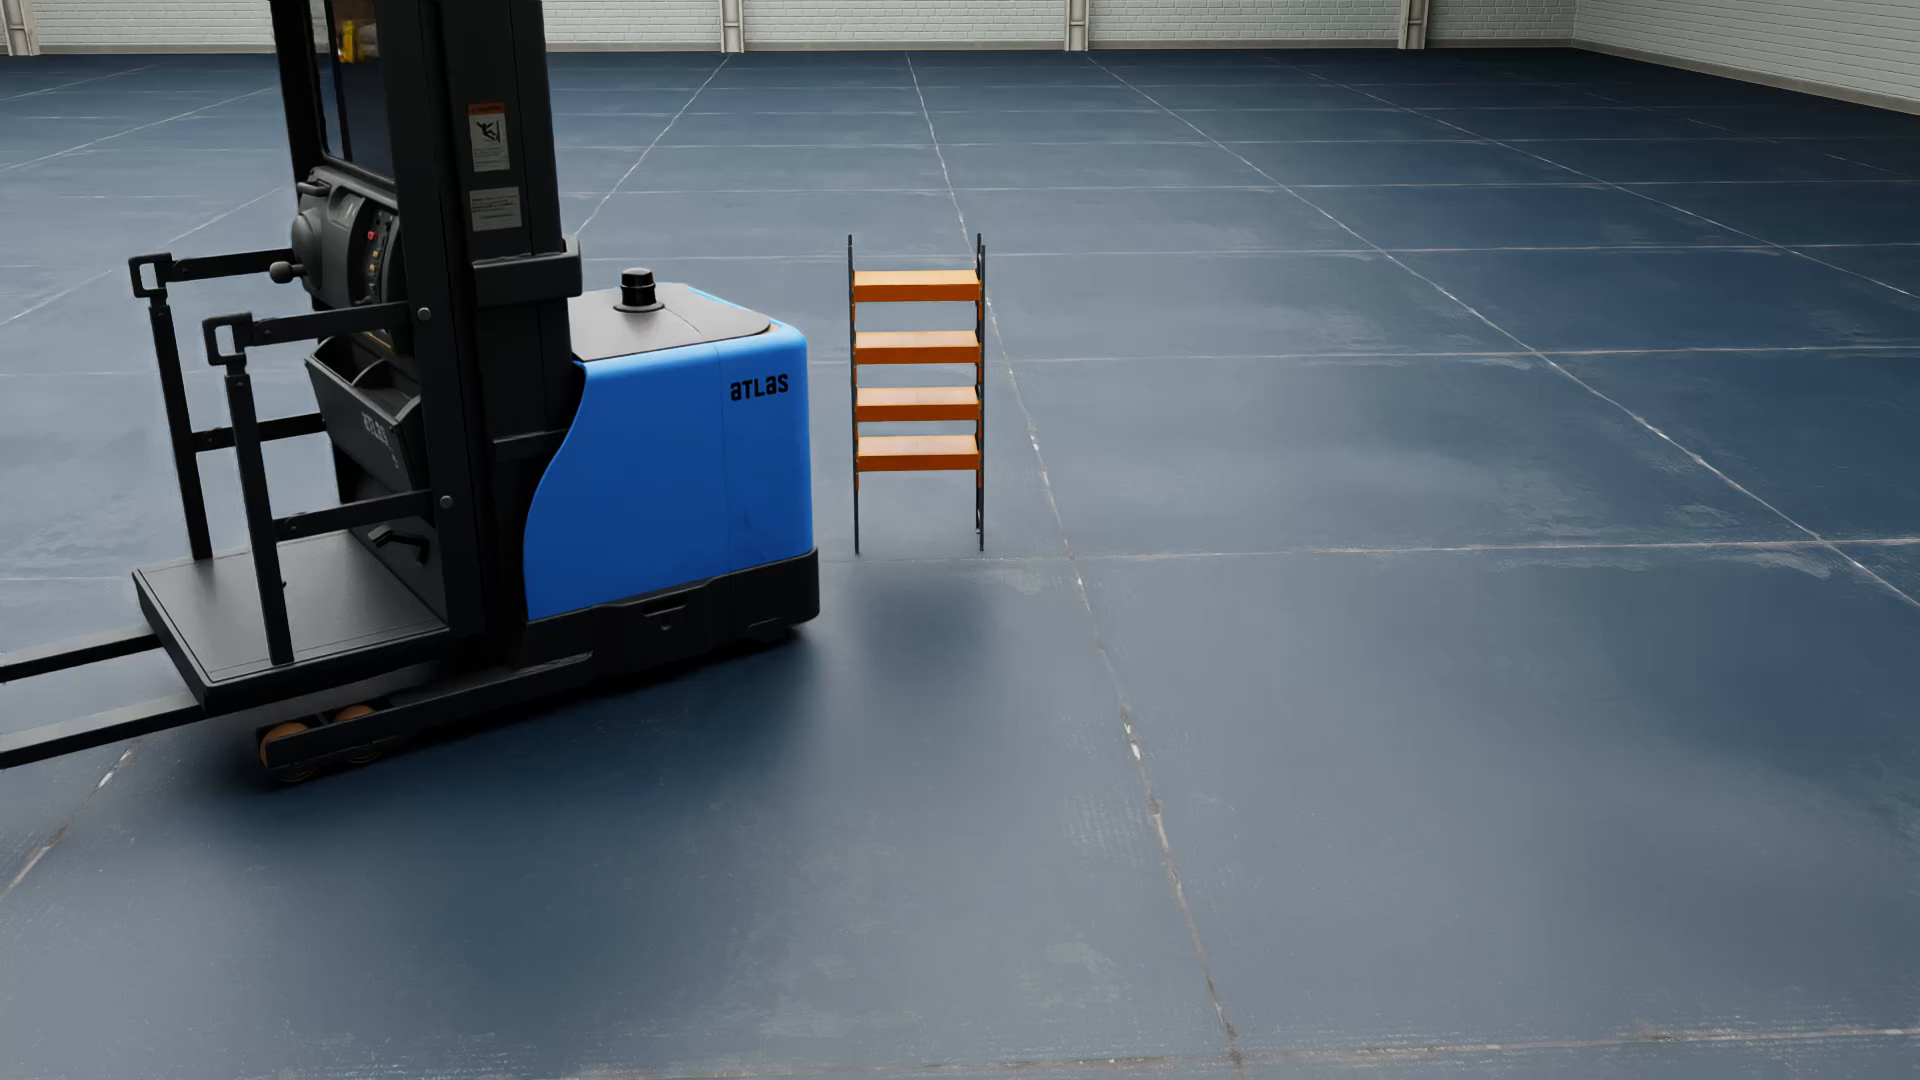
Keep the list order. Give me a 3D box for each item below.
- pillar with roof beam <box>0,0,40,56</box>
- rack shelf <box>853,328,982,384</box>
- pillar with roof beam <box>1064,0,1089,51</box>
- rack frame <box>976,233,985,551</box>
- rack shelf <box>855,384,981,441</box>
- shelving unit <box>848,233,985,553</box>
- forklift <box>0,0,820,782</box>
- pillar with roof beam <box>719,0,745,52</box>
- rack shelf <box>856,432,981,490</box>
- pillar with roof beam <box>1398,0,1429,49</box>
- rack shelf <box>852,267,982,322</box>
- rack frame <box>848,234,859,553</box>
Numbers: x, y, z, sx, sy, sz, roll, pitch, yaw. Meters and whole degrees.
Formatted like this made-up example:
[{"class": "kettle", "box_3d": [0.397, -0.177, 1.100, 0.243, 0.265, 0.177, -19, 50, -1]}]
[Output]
[{"class": "pillar with roof beam", "box_3d": [-15.685, -10.943, 22.716, 0.400, 9.000, 9.100, -1, 21, -3]}, {"class": "rack shelf", "box_3d": [-0.165, -0.704, 6.343, 0.480, 0.148, 0.258, -1, 21, -3]}, {"class": "pillar with roof beam", "box_3d": [2.286, -11.308, 23.676, 0.400, 9.000, 9.100, -1, 21, -3]}, {"class": "rack frame", "box_3d": [0.078, -0.562, 6.412, 0.015, 1.200, 0.240, -1, 21, -3]}, {"class": "rack shelf", "box_3d": [-0.165, -0.495, 6.423, 0.480, 0.148, 0.258, -1, 21, -3]}, {"class": "shelving unit", "box_3d": [-0.165, -0.557, 6.399, 0.503, 1.200, 0.258, -1, 21, -3]}, {"class": "forklift", "box_3d": [-1.984, -0.886, 4.828, 3.031, 2.935, 1.130, -14, 25, -33]}, {"class": "pillar with roof beam", "box_3d": [-3.704, -11.186, 23.356, 0.400, 9.000, 9.100, -1, 21, -3]}, {"class": "rack shelf", "box_3d": [-0.165, -0.309, 6.493, 0.480, 0.148, 0.258, -1, 21, -3]}, {"class": "pillar with roof beam", "box_3d": [8.276, -11.430, 23.996, 0.400, 9.000, 9.100, -1, 21, -3]}, {"class": "rack shelf", "box_3d": [-0.165, -0.925, 6.259, 0.480, 0.148, 0.258, -1, 21, -3]}, {"class": "rack frame", "box_3d": [-0.409, -0.552, 6.386, 0.015, 1.200, 0.240, -1, 21, -3]}]
